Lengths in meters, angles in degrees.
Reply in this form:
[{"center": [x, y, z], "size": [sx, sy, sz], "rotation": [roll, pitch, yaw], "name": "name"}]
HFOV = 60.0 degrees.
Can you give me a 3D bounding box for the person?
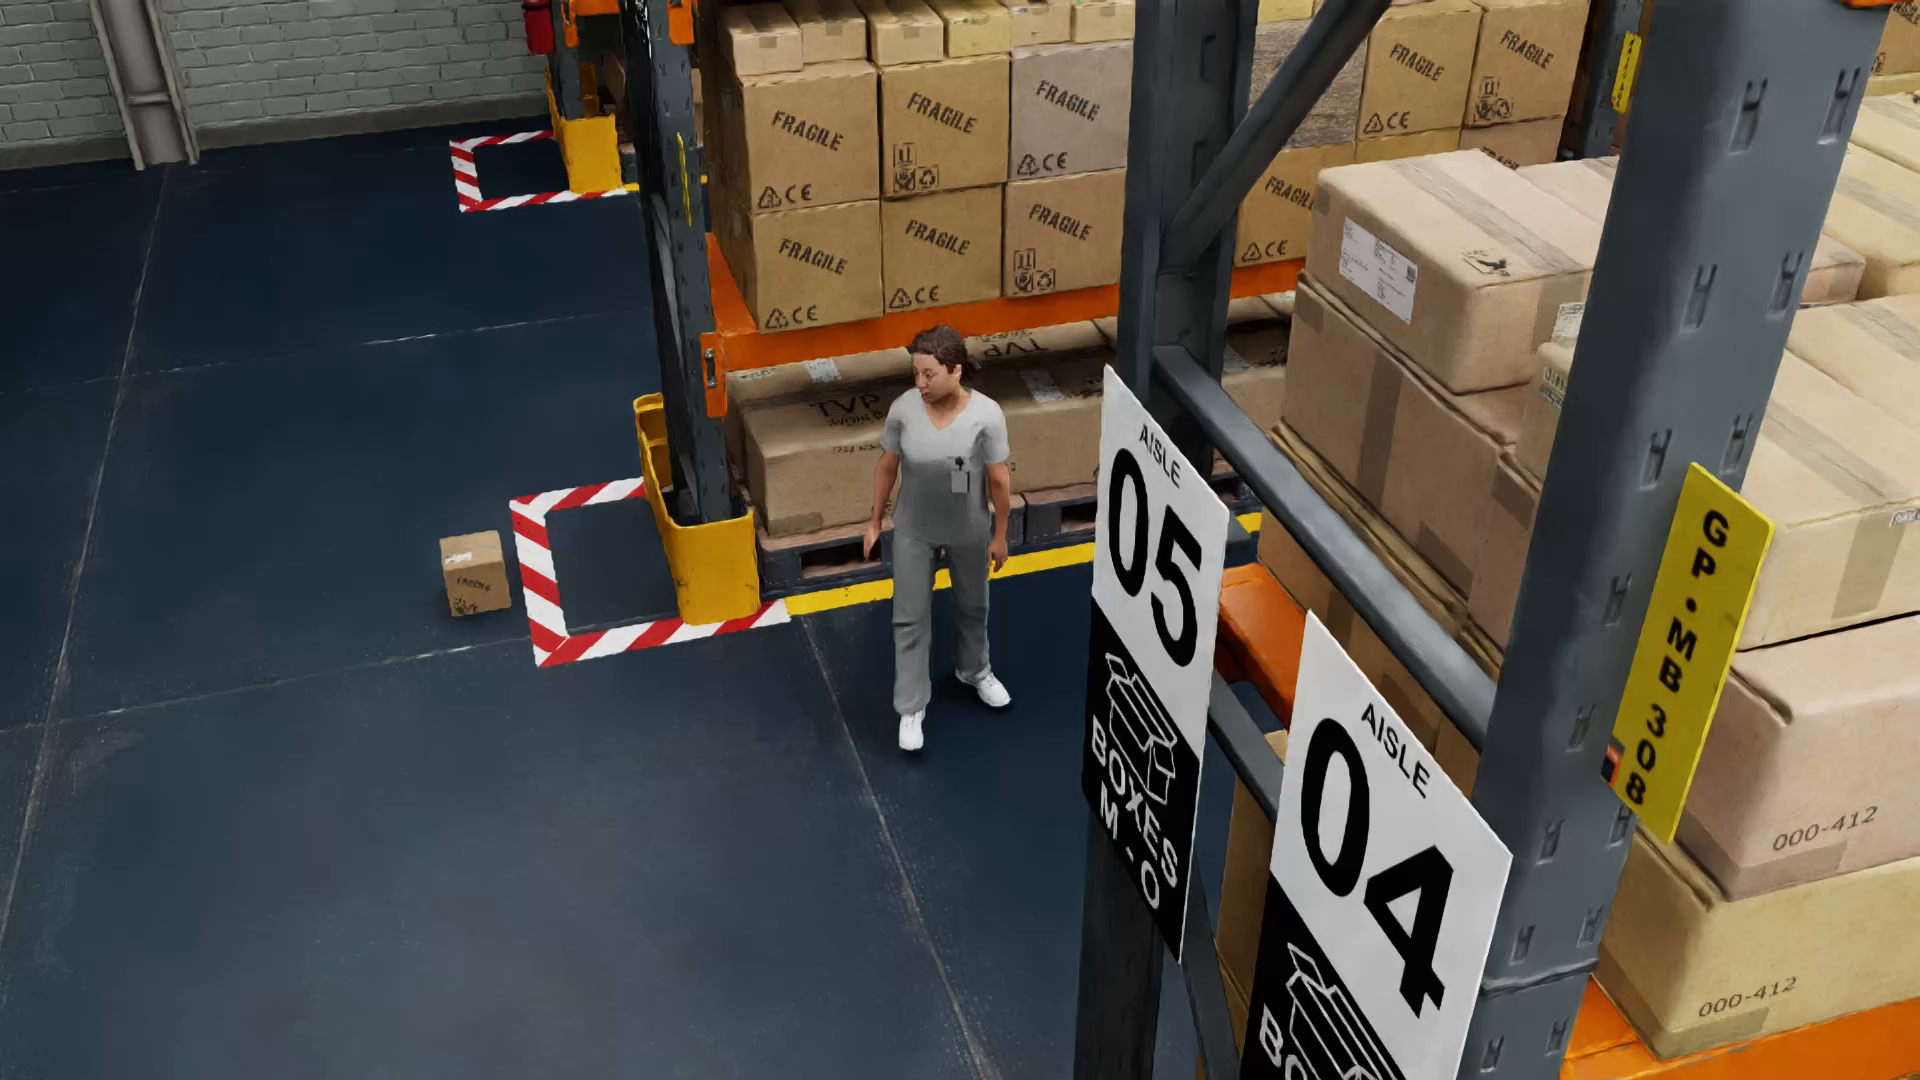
[{"center": [-0.082, -0.010, 6.117], "size": [0.560, 1.668, 0.571], "rotation": [2, 34, 2], "name": "person"}]
